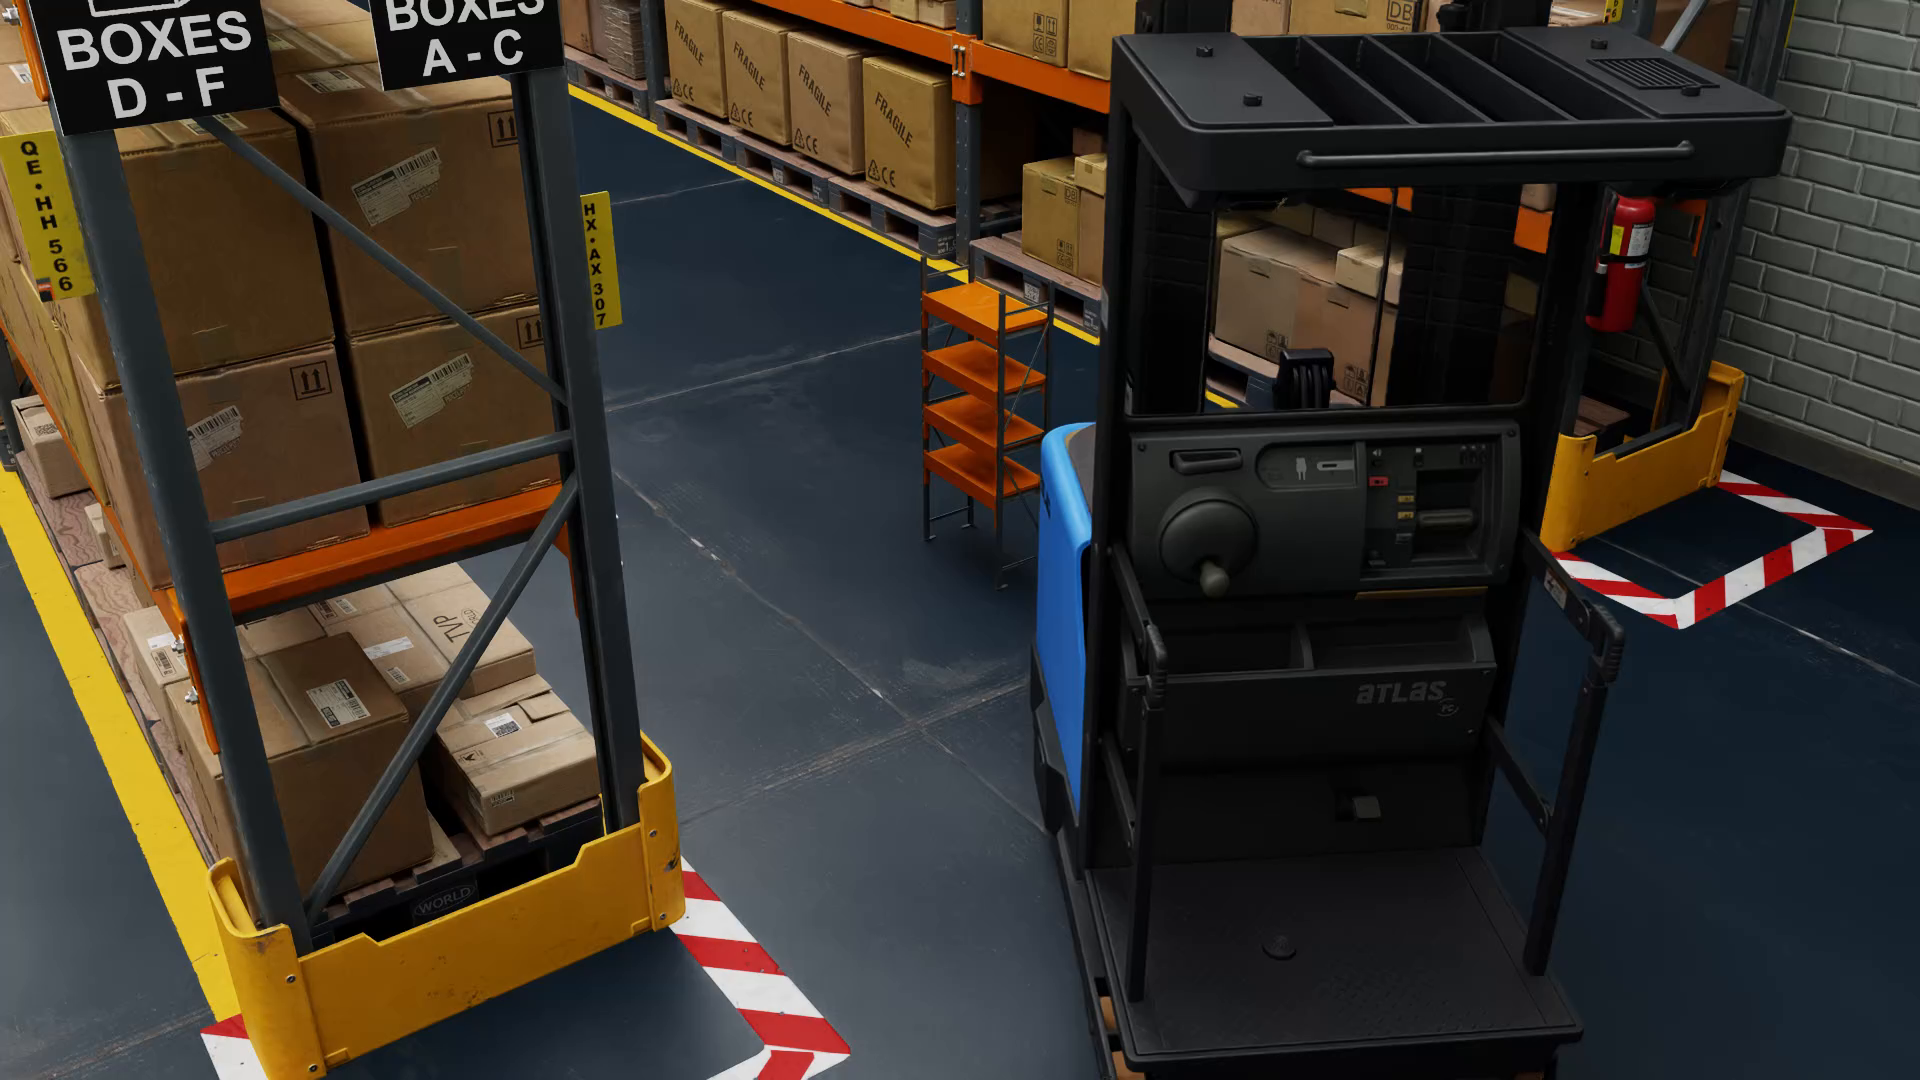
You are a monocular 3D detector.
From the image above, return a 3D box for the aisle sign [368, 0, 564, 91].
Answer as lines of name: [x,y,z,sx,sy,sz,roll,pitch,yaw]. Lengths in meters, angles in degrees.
aisle sign: [-1.016,-1.317,3.307,0.394,0.787,0.004,-19,34,-31]

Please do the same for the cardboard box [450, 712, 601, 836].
cardboard box: [-1.258,0.682,4.877,0.380,0.149,0.250,-19,34,-31]

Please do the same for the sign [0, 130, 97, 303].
sign: [-1.759,-0.621,3.206,0.100,0.325,0.005,-19,34,-31]

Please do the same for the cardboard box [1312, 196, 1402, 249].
cardboard box: [1.898,-1.507,7.882,0.380,0.149,0.250,-18,33,-30]

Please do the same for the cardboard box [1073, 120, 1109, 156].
cardboard box: [0.845,-2.211,9.177,0.380,0.149,0.250,-19,34,-31]

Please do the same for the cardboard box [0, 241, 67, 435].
cardboard box: [-2.366,-0.658,4.714,0.500,0.500,0.500,-18,34,-30]

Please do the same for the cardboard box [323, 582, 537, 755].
cardboard box: [-1.670,0.411,5.270,0.500,0.250,0.500,-19,34,-31]

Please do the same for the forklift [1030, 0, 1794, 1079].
forklift: [0.884,-0.029,3.732,1.130,2.935,3.031,-2,29,-5]

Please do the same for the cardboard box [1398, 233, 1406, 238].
cardboard box: [2.191,-1.311,7.521,0.380,0.149,0.250,-19,34,-31]

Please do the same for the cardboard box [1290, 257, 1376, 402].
cardboard box: [1.960,-1.017,7.659,0.700,0.500,0.500,-19,34,-31]

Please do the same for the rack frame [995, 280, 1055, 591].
rack frame: [0.238,-0.368,6.170,0.240,1.200,0.015,-19,34,-31]

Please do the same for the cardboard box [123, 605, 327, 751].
cardboard box: [-2.338,0.375,5.337,0.500,0.250,0.500,-19,34,-31]

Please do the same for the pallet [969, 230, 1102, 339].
pallet: [0.795,-1.505,9.299,1.003,0.211,1.213,-19,34,-31]

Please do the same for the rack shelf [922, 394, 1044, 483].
rack shelf: [0.096,-0.404,6.377,0.258,0.148,0.480,-19,34,-31]

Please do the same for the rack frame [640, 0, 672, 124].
rack frame: [-1.903,-4.602,12.081,1.000,3.000,0.127,-19,34,-31]

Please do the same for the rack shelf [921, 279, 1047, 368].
rack shelf: [0.096,-0.808,6.158,0.258,0.148,0.480,-19,34,-31]

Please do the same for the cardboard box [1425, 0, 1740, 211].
cardboard box: [2.434,-1.819,6.643,0.980,0.700,0.700,-17,33,-28]

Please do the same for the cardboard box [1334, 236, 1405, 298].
cardboard box: [1.878,-1.206,7.328,0.380,0.149,0.250,-18,33,-29]

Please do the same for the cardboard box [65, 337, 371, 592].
cardboard box: [-1.777,-0.262,3.985,0.500,0.500,0.500,-18,33,-29]

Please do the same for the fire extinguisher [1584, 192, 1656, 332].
fire extinguisher: [2.449,-1.108,6.119,0.296,0.674,0.183,-19,34,-31]

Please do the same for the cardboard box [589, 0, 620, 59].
cardboard box: [-2.567,-4.195,13.490,0.700,0.500,0.500,-19,34,-31]

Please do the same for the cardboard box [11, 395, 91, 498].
cardboard box: [-3.548,-0.463,6.816,0.500,0.311,0.500,-19,34,-31]

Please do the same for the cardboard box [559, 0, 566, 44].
cardboard box: [-3.179,-4.574,14.187,0.700,0.500,0.500,-18,33,-30]

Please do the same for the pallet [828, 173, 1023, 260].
pallet: [-0.091,-2.101,10.397,1.003,0.211,1.213,-19,34,-31]

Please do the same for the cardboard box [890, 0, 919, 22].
cardboard box: [-0.175,-3.090,9.539,0.380,0.149,0.250,-18,33,-30]

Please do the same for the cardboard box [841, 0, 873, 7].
cardboard box: [-0.490,-3.290,9.907,0.380,0.149,0.250,-19,34,-31]

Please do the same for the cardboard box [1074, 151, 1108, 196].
cardboard box: [0.818,-1.916,8.634,0.380,0.149,0.250,-18,33,-29]

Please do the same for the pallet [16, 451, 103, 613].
pallet: [-3.218,-0.182,6.864,1.003,0.211,1.213,-19,34,-31]

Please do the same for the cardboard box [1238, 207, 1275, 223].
cardboard box: [1.602,-1.705,8.247,0.380,0.149,0.250,-19,34,-31]

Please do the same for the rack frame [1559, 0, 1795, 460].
rack frame: [2.738,-1.492,6.355,1.000,3.000,0.127,-19,34,-31]

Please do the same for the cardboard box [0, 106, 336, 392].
cardboard box: [-1.777,-0.700,3.743,0.500,0.500,0.500,-19,34,-31]

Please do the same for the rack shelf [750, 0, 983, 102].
rack shelf: [-0.743,-3.509,10.821,1.077,0.370,4.000,-19,34,-31]

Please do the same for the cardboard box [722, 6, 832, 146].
cardboard box: [-1.080,-3.178,11.270,0.750,0.750,0.750,-19,34,-31]

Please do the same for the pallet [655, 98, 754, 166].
pallet: [-1.507,-3.049,12.144,1.003,0.211,1.213,-19,34,-31]

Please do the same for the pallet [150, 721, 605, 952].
pallet: [-1.803,0.767,5.117,1.003,0.211,1.213,-19,34,-31]

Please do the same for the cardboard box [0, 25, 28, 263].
cardboard box: [-2.376,-1.096,4.473,0.500,0.500,0.500,-18,33,-29]

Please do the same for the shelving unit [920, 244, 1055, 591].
shelving unit: [0.096,-0.463,6.345,0.258,1.200,0.503,-19,34,-31]

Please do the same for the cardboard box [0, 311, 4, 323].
cardboard box: [-2.954,-1.051,5.438,0.500,0.500,0.500,-19,34,-31]

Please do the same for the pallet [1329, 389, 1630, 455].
pallet: [2.210,-0.556,7.553,1.003,0.211,1.213,-19,34,-31]

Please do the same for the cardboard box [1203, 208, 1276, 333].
cardboard box: [1.352,-1.418,8.397,0.700,0.500,0.500,-18,33,-30]

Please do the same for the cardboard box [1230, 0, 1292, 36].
cardboard box: [1.568,-2.398,7.708,0.980,0.700,0.700,-21,35,-33]

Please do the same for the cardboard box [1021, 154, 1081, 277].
cardboard box: [0.768,-1.814,9.127,0.700,0.500,0.500,-18,33,-30]

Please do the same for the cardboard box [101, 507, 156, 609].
cardboard box: [-2.522,-0.042,5.839,0.797,0.503,0.637,-19,34,-31]

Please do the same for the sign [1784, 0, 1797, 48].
sign: [3.193,-2.059,6.408,0.100,0.325,0.005,-19,34,-31]

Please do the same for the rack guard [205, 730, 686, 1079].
rack guard: [-1.339,0.950,4.478,1.175,0.500,0.348,-19,34,-31]

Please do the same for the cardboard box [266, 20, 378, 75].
cardboard box: [-1.647,-1.049,4.387,0.500,0.500,0.500,-18,33,-30]

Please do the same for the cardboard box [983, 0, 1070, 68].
cardboard box: [0.719,-2.964,8.750,0.980,0.700,0.700,-18,33,-30]

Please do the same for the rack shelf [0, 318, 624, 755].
rack shelf: [-2.455,-0.581,5.430,1.077,0.370,4.000,-19,34,-31]

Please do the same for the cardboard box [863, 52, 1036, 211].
cardboard box: [-0.065,-2.504,10.030,0.750,0.750,0.750,-18,33,-30]
